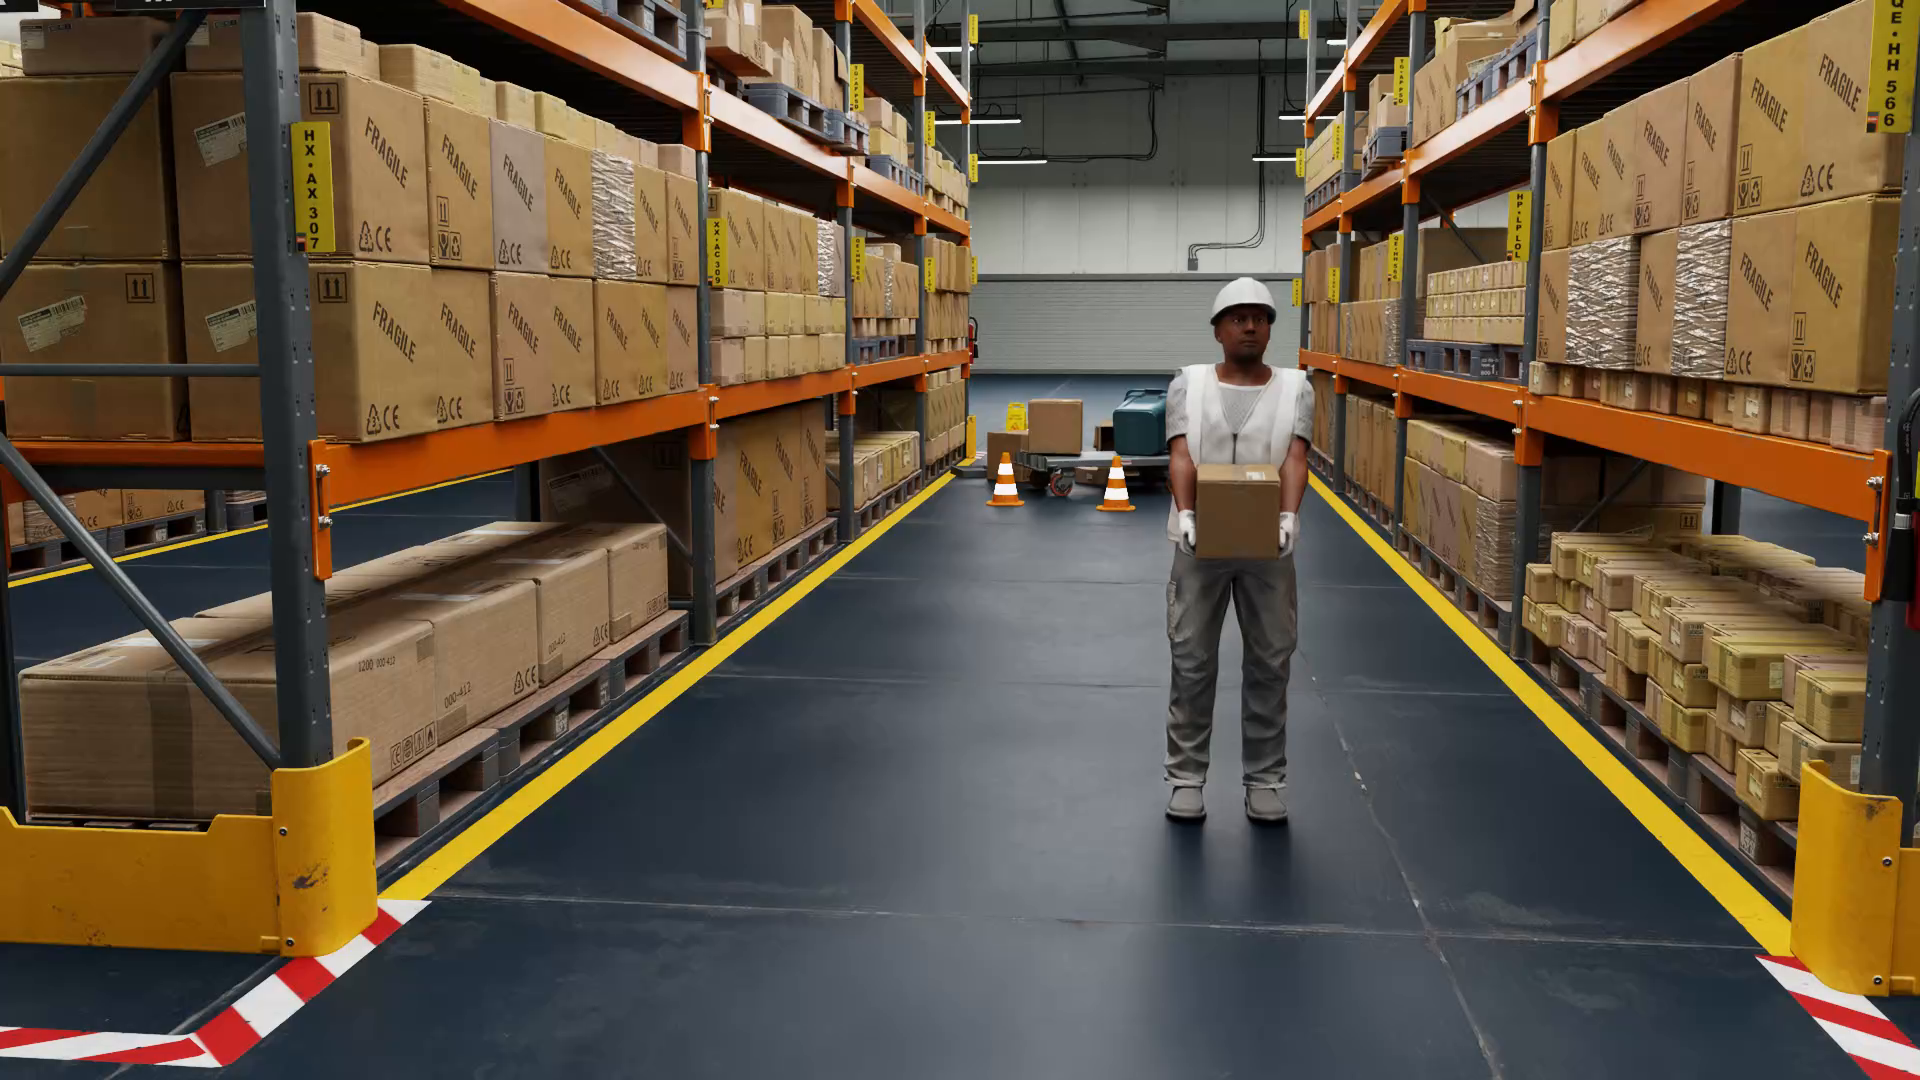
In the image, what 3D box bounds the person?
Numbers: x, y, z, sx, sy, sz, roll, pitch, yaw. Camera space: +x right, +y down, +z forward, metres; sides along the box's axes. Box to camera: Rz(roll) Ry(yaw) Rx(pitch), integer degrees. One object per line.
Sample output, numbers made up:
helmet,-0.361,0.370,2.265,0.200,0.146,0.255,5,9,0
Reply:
person,0.905,0.043,5.408,0.487,1.778,0.573,1,8,7
